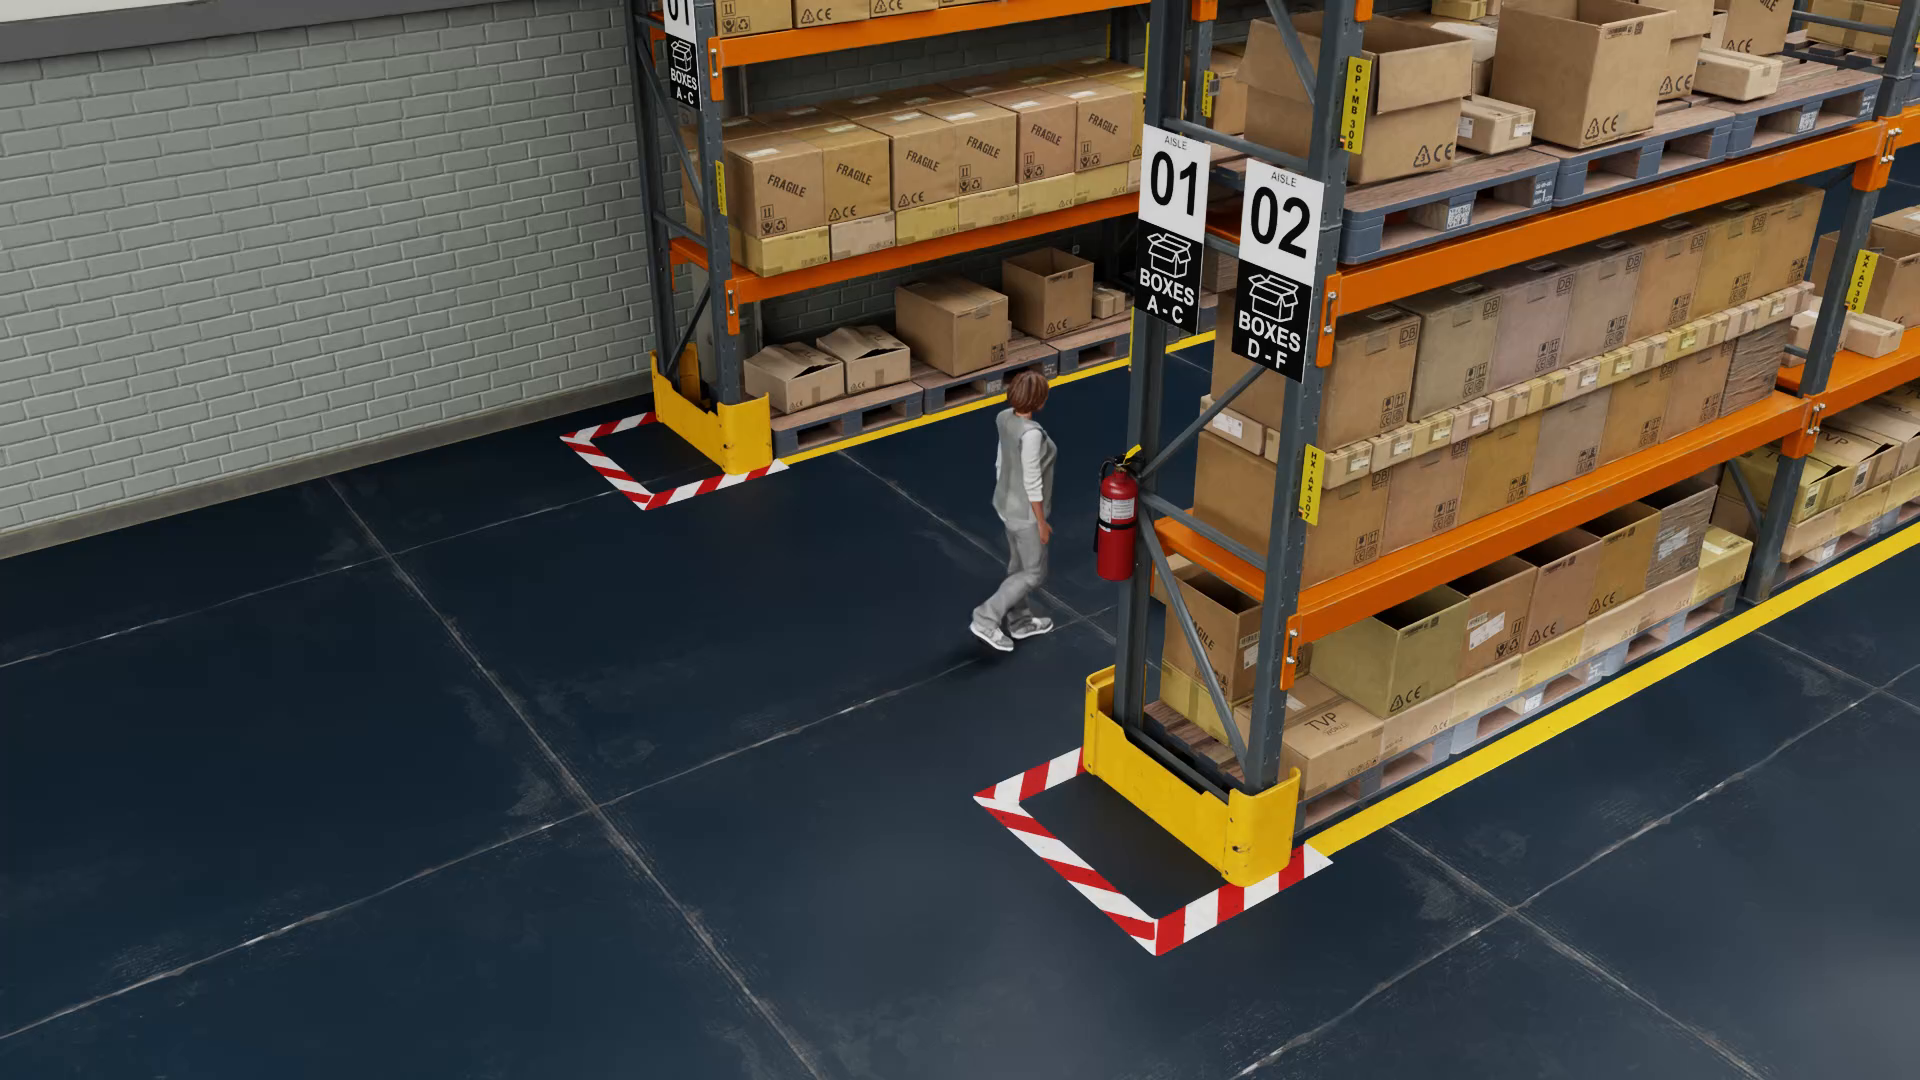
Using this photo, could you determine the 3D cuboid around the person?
[{"bbox_3d":[0.292,-0.145,8.887,0.526,1.597,0.436,-9,30,-16],"label":"person"}]
